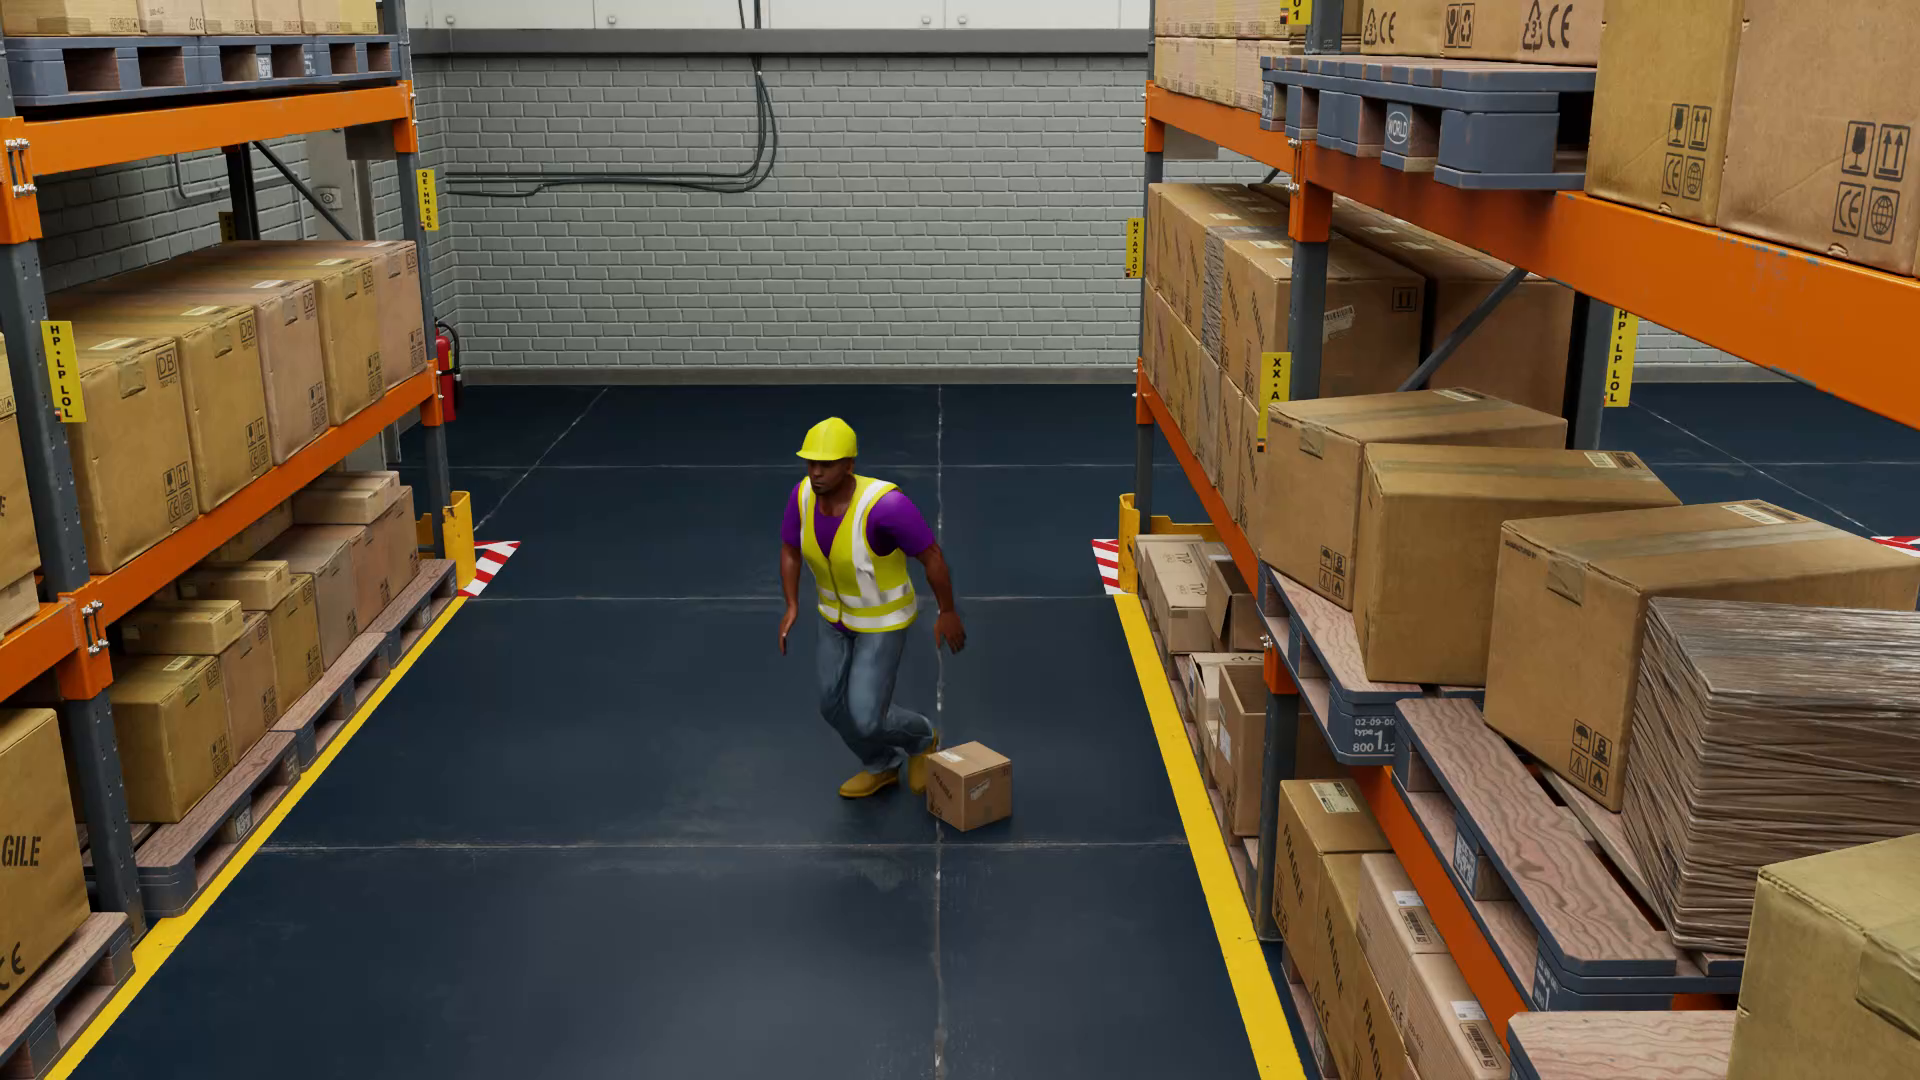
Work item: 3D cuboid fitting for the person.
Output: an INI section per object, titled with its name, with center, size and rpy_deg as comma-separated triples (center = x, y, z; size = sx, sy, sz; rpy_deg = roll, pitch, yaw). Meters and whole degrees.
[person]
center = -0.369, 0.299, 6.688
size = 0.735, 1.665, 0.698
rpy_deg = 14, 22, 38
